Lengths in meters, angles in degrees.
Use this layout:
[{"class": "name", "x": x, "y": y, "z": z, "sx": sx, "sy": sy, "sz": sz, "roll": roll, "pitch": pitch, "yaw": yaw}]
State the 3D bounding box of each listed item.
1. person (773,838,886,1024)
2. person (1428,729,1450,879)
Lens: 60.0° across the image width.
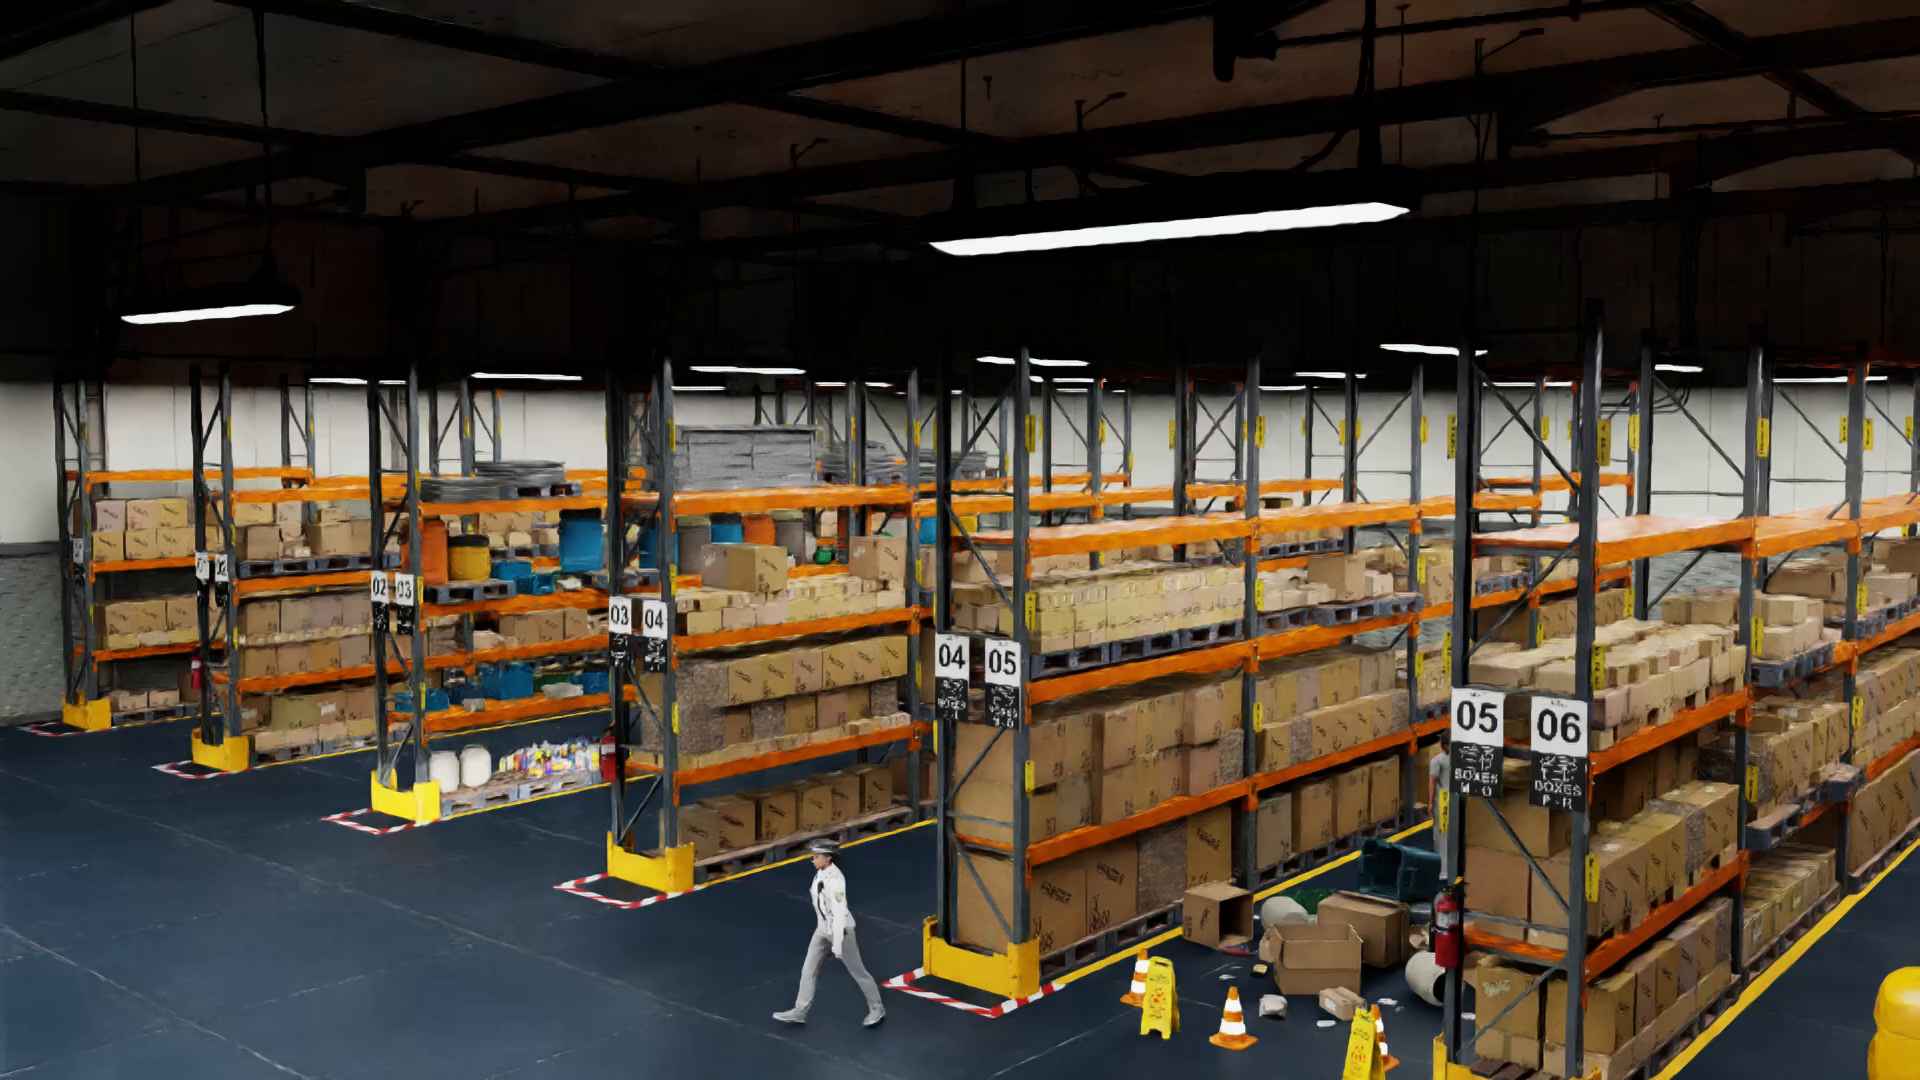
[{"class": "person", "x": -1.094, "y": 3.326, "z": 14.160, "sx": 0.929, "sy": 1.622, "sz": 0.525, "roll": -2, "pitch": 5, "yaw": -25}, {"class": "person", "x": 5.470, "y": 2.958, "z": 18.818, "sx": 0.487, "sy": 1.675, "sz": 0.477, "roll": -1, "pitch": 4, "yaw": -19}]
